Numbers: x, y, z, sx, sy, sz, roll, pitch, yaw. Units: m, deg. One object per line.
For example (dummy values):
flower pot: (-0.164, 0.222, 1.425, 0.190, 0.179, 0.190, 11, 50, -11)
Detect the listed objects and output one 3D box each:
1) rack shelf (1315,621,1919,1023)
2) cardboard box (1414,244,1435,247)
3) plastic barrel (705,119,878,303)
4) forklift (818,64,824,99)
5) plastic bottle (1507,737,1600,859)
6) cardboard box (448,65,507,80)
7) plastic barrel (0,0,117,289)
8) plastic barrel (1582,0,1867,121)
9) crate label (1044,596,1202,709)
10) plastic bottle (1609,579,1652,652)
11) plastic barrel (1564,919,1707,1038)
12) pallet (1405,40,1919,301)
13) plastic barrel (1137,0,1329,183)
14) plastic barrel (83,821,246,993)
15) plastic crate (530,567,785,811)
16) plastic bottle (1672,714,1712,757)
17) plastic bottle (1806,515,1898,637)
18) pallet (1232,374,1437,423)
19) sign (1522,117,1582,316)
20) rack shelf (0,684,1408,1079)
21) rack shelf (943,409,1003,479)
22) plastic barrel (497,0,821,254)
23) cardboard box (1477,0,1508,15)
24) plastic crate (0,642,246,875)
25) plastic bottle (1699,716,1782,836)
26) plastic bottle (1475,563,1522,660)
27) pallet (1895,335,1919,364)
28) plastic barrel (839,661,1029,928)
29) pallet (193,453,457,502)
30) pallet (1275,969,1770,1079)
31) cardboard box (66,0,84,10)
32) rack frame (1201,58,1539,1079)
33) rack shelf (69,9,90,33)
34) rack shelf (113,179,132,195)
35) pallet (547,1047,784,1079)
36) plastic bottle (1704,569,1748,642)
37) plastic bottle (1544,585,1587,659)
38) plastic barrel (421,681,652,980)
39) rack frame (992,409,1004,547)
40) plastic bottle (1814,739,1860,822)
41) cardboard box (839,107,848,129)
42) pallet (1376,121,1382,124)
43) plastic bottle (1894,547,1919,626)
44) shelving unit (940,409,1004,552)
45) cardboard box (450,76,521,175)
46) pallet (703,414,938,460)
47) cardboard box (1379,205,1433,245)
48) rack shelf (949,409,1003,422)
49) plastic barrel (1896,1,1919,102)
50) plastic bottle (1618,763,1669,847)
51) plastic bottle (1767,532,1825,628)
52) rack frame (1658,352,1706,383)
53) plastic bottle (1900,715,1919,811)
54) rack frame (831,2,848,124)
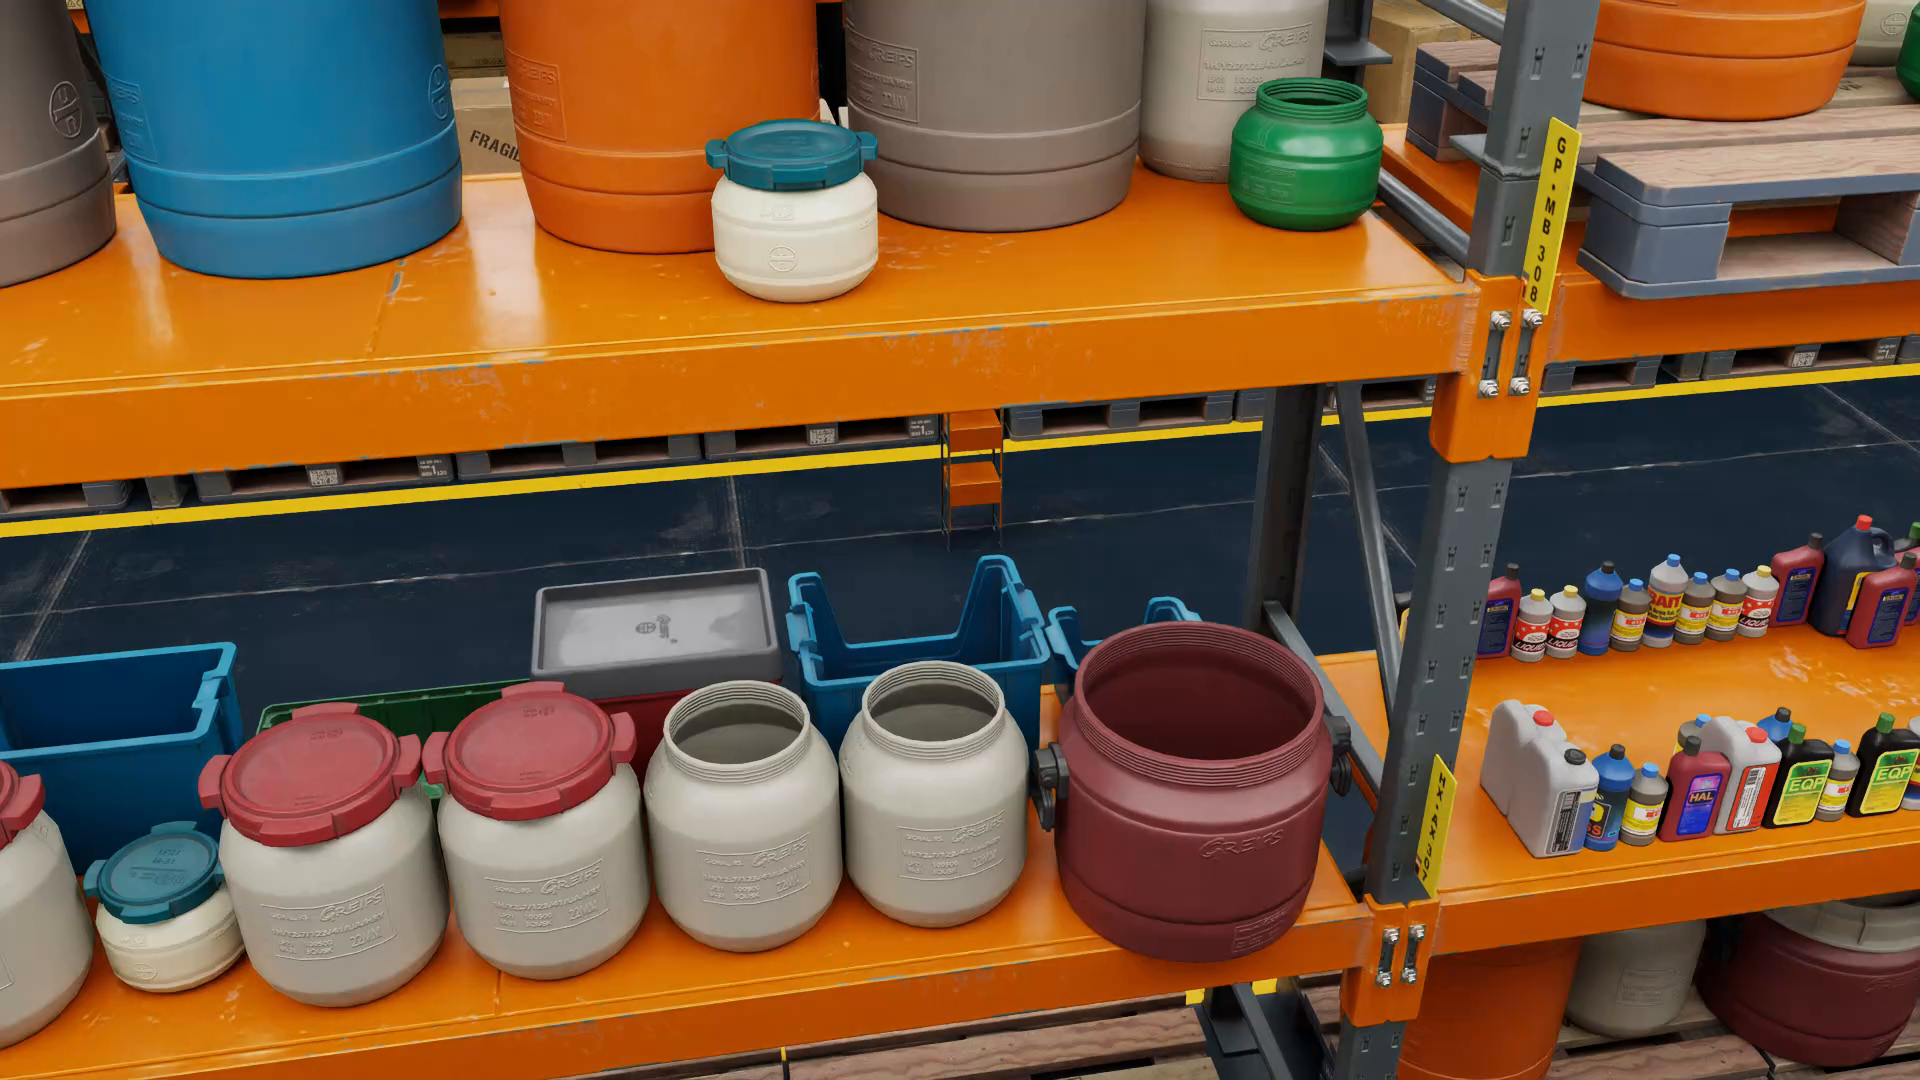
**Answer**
rack shelf: (2.883, 0.543, 4.576, 4.000, 0.370, 1.077, -5, 31, -9)
cardboard box: (2.427, -1.513, 9.395, 0.500, 0.500, 0.500, -5, 31, -8)
plastic barrel: (-0.293, -0.585, 2.963, 0.301, 0.262, 0.301, 0, 30, 0)
forklift: (-1.402, -2.955, 9.884, 1.130, 2.935, 3.031, 25, 38, 35)
plastic bottle: (1.400, 0.591, 3.908, 0.135, 0.276, 0.152, -5, 31, -9)
cardboard box: (-3.583, -3.418, 12.636, 0.500, 0.500, 0.700, -6, 31, -10)
plastic barrel: (-1.914, -0.943, 2.940, 0.600, 0.901, 0.600, 0, 30, 0)
plastic barrel: (1.475, -1.294, 3.194, 0.708, 0.830, 0.600, -5, 31, -9)
crate label: (0.434, 0.340, 4.378, 0.416, 0.233, 0.303, -5, 31, -9)
plastic bottle: (1.868, 0.203, 4.642, 0.097, 0.201, 0.097, 0, 30, 0)
plastic barrel: (1.933, 1.158, 4.862, 0.421, 0.512, 0.421, 0, 30, 0)
pallet: (1.686, -0.817, 3.407, 1.213, 0.211, 1.003, -5, 31, -9)
plastic barrel: (0.555, -1.050, 3.507, 0.421, 0.512, 0.421, 0, 30, 0)
plastic barrel: (-1.689, 0.796, 3.573, 0.301, 0.262, 0.301, 0, 30, 0)
plastic crate: (-0.729, 0.383, 4.076, 0.583, 0.464, 0.402, -5, 31, -9)
plastic bottle: (1.814, 0.520, 4.102, 0.097, 0.201, 0.097, 0, 30, 0)
plastic bottle: (2.525, 0.089, 4.687, 0.185, 0.351, 0.144, -5, 31, -9)
pallet: (1.966, -1.011, 9.261, 1.213, 0.211, 1.003, -5, 31, -9)
sign: (1.022, -0.558, 2.884, 0.005, 0.325, 0.100, -5, 31, -9)
rack shelf: (-1.052, 0.908, 3.955, 4.000, 0.370, 1.077, -5, 31, -9)
rack shelf: (0.053, -0.448, 7.498, 0.240, 0.259, 0.215, -5, 31, -9)
plastic barrel: (-0.574, -1.036, 3.169, 0.708, 0.830, 0.600, -5, 31, -9)
cardboard box: (2.791, -2.617, 8.729, 0.500, 0.500, 0.700, -1, 30, -1)
plastic crate: (-1.990, 0.532, 3.902, 0.575, 0.384, 0.392, -5, 31, -9)
plastic bottle: (1.855, 0.549, 3.980, 0.135, 0.276, 0.152, -5, 31, -9)
plastic bottle: (1.464, 0.195, 4.574, 0.133, 0.283, 0.061, -5, 31, -9)
pallet: (5.840, -1.393, 9.910, 1.213, 0.211, 1.003, -5, 31, -9)
plastic barrel: (-0.058, 0.568, 3.714, 0.421, 0.512, 0.421, 0, 30, 0)
pallet: (-3.190, -0.574, 8.517, 1.213, 0.211, 1.003, -5, 31, -9)
pallet: (1.684, 1.525, 4.948, 1.213, 0.211, 1.003, -5, 31, -9)
cardboard box: (-6.198, -3.813, 11.404, 0.500, 0.250, 0.500, -5, 31, -9)
rack frame: (0.916, 0.416, 4.084, 0.127, 3.000, 1.000, -5, 31, -9)
rack shelf: (-6.771, -3.666, 11.735, 4.000, 0.370, 1.077, -5, 31, -9)
rack shelf: (-5.875, -1.196, 7.535, 4.000, 0.370, 1.077, -5, 31, -9)
pallet: (-1.051, 1.779, 4.516, 1.213, 0.211, 1.003, -5, 31, -9)
plastic bottle: (2.155, 0.176, 4.687, 0.097, 0.201, 0.097, 0, 30, 0)
plastic bottle: (1.676, 0.220, 4.612, 0.097, 0.201, 0.097, 0, 30, 0)
plastic barrel: (-0.891, 0.638, 3.572, 0.433, 0.535, 0.433, 0, 30, 0)
rack frame: (0.173, -0.469, 7.511, 0.008, 1.050, 0.200, -5, 31, -9)
plastic bottle: (2.105, 0.572, 4.014, 0.097, 0.201, 0.097, 0, 30, 0)
cardboard box: (-0.338, -2.004, 8.287, 0.500, 0.311, 0.500, -3, 31, -6)
pallet: (1.939, -2.151, 8.639, 1.213, 0.211, 1.003, -5, 31, -9)
plastic bottle: (2.685, 0.113, 4.713, 0.133, 0.283, 0.061, -5, 31, -9)
shelving unit: (0.053, -0.457, 7.492, 0.252, 1.050, 0.215, -5, 31, -9)
cardboard box: (-2.138, -1.888, 7.903, 0.500, 0.500, 0.500, -5, 31, -9)
pallet: (-0.790, -0.796, 8.896, 1.213, 0.211, 1.003, -5, 31, -9)
cardboard box: (2.458, -1.841, 9.214, 0.500, 0.250, 0.500, -5, 31, -9)
rack shelf: (0.053, -0.693, 7.354, 0.240, 0.259, 0.215, -5, 31, -9)
plastic barrel: (1.999, -0.973, 3.226, 0.294, 0.245, 0.294, 0, 30, 0)
plastic bottle: (1.614, 0.617, 3.937, 0.097, 0.201, 0.097, 0, 30, 0)
plastic bottle: (2.361, 0.112, 4.715, 0.133, 0.283, 0.061, -5, 31, -9)
rack frame: (3.962, -2.419, 8.905, 0.127, 3.000, 1.000, -5, 31, -9)
plastic bottle: (2.332, 0.520, 4.032, 0.097, 0.271, 0.097, 0, 30, 0)
rack frame: (-0.869, -4.524, 12.484, 0.127, 3.000, 1.000, -5, 31, -9)
